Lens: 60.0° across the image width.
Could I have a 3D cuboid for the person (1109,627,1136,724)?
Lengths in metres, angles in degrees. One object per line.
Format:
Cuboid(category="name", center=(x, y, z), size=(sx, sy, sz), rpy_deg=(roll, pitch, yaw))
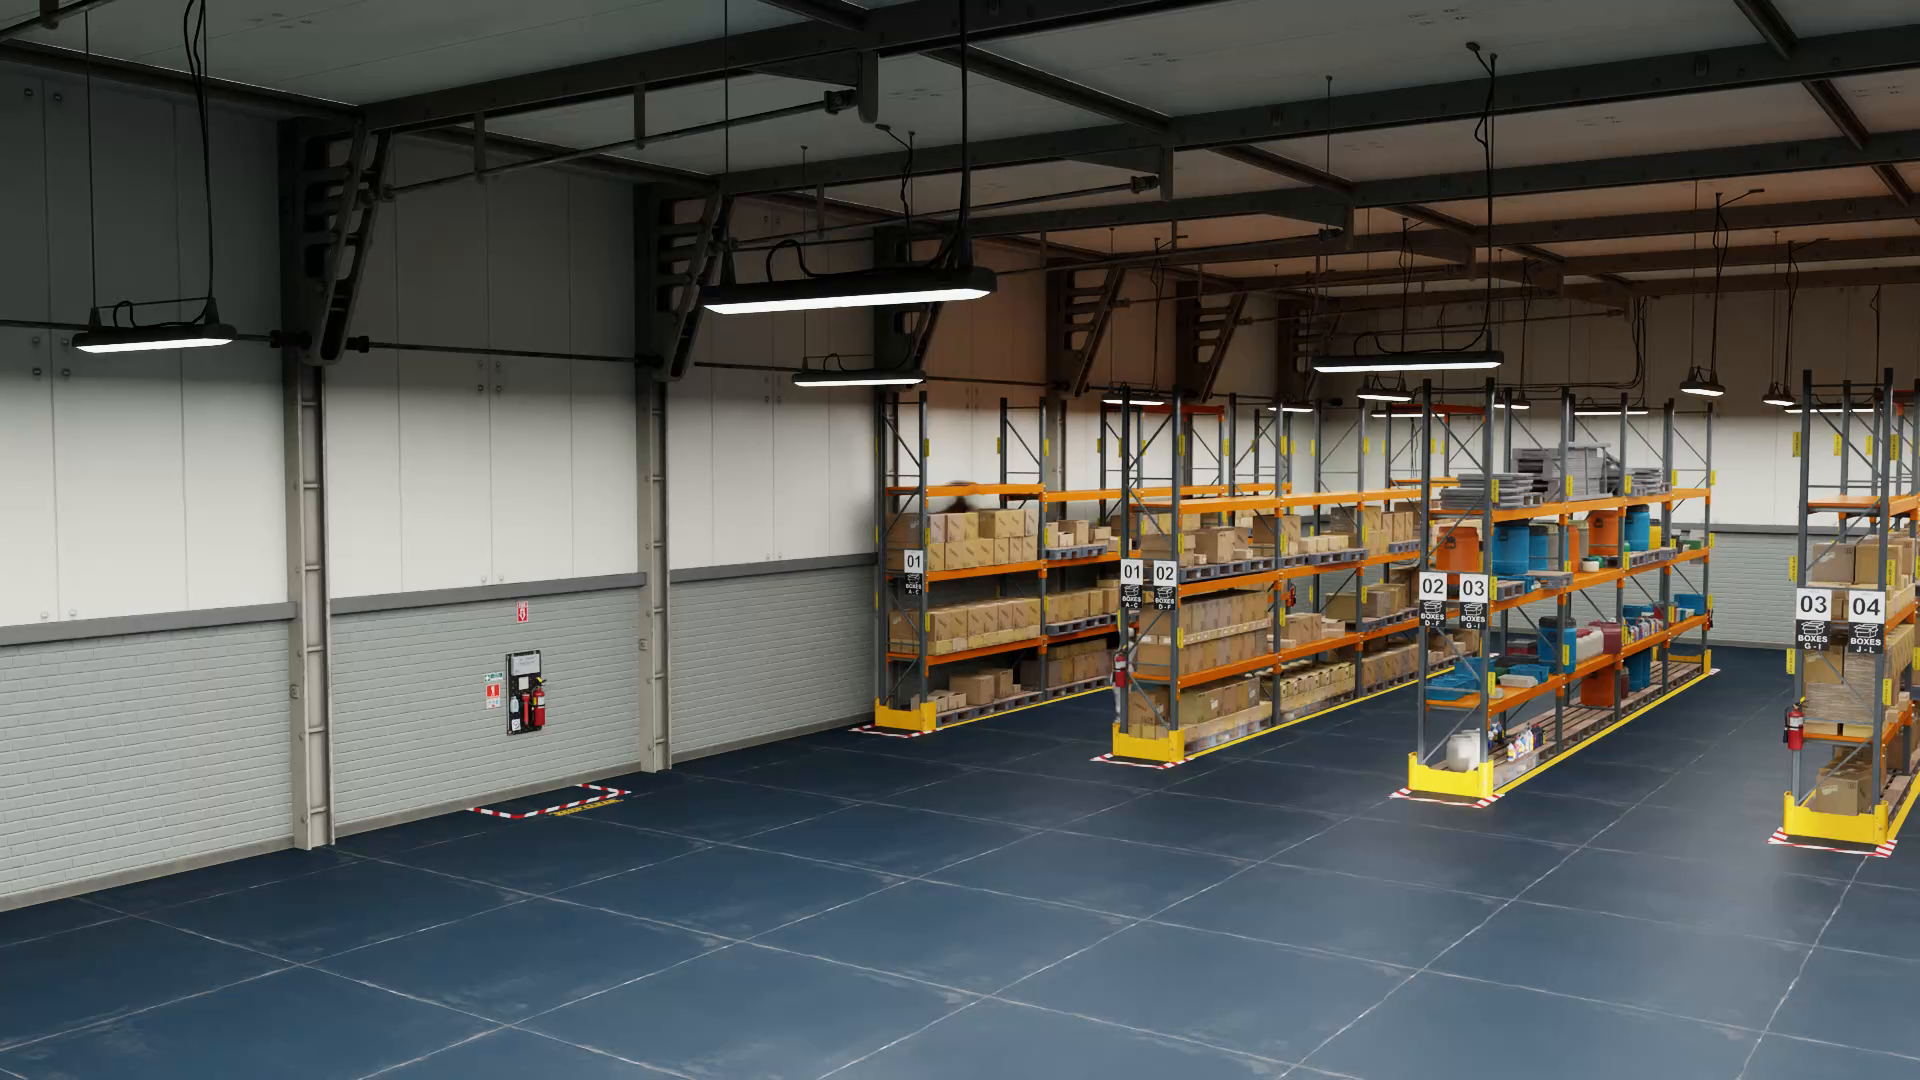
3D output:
Cuboid(category="person", center=(2.892, 2.444, 29.986), size=(0.538, 1.793, 0.577), rpy_deg=(3, 4, 41))
